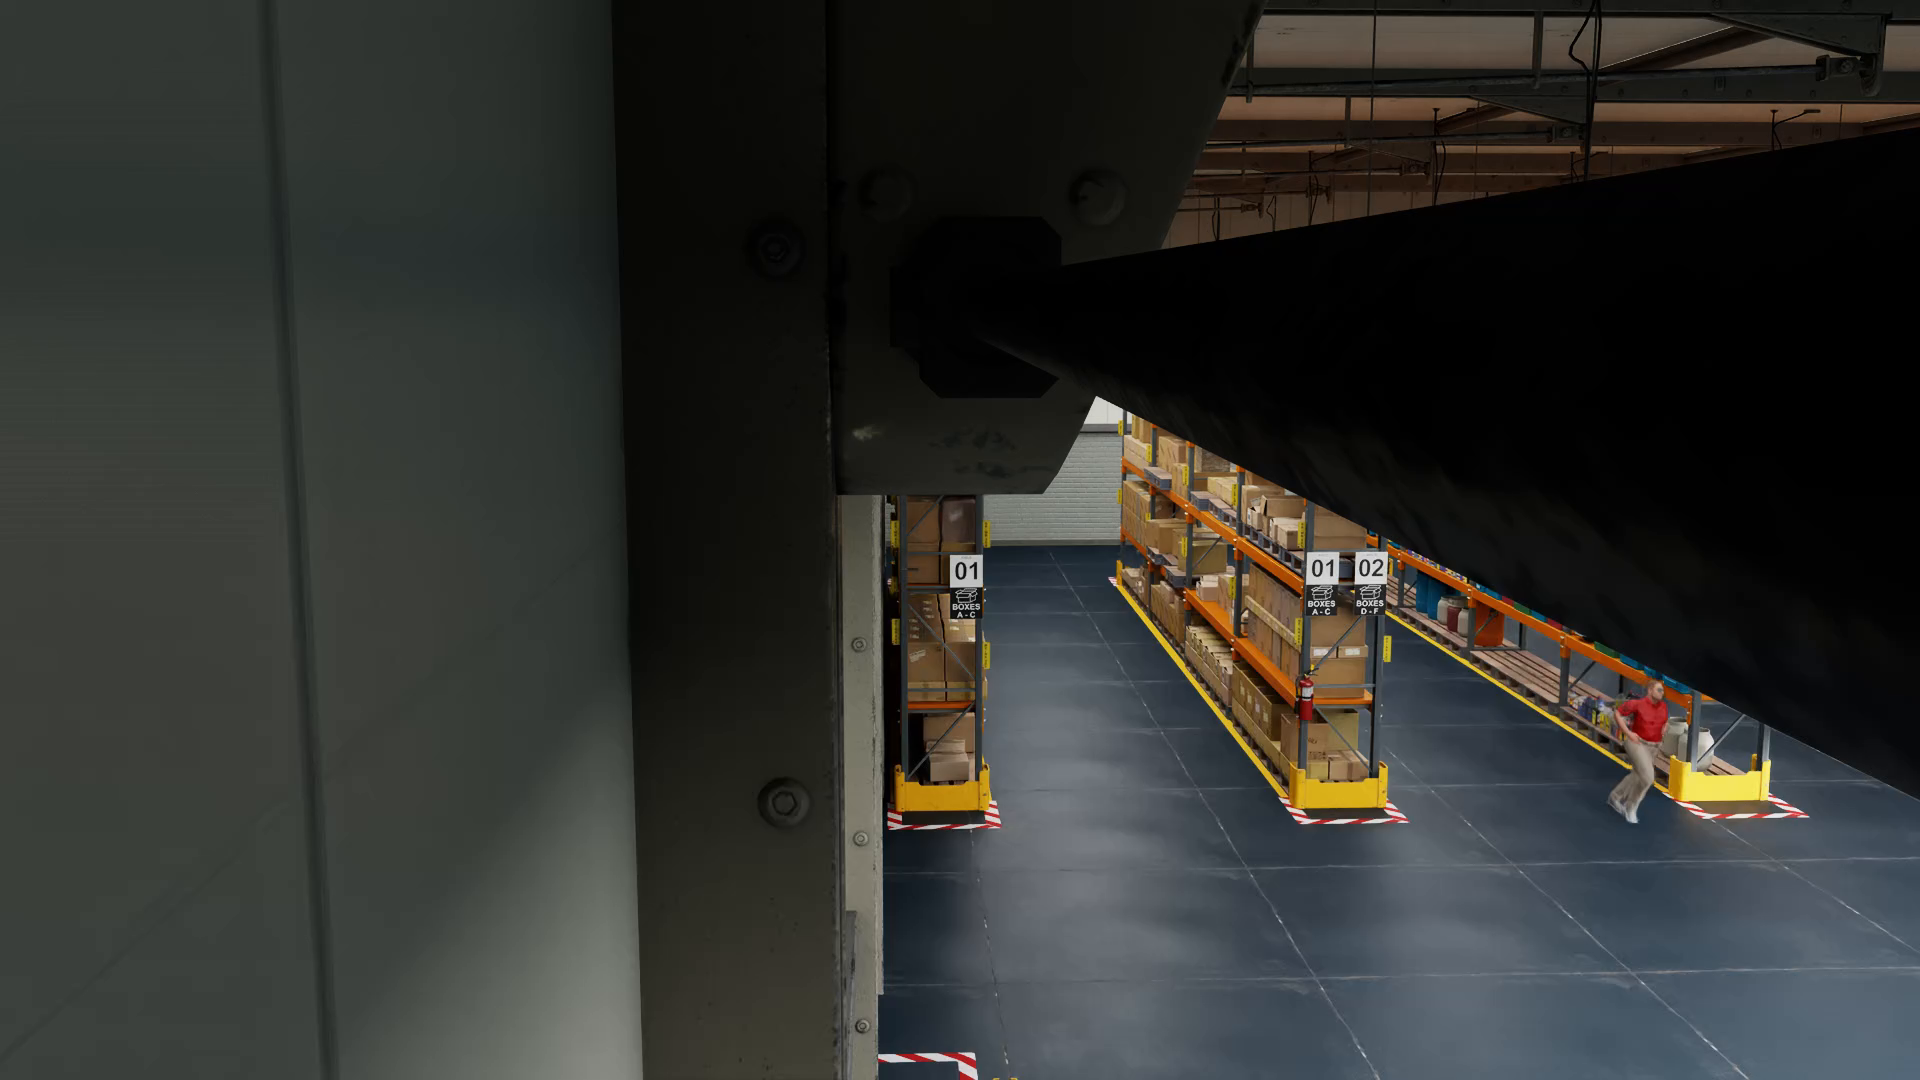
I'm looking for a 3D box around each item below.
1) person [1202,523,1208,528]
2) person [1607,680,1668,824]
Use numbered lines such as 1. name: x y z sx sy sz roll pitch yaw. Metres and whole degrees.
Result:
1. person: 5.347 0.042 37.157 0.921 1.640 0.661 8 12 44
2. person: 8.294 2.553 20.240 0.688 1.747 0.687 -4 10 -28
